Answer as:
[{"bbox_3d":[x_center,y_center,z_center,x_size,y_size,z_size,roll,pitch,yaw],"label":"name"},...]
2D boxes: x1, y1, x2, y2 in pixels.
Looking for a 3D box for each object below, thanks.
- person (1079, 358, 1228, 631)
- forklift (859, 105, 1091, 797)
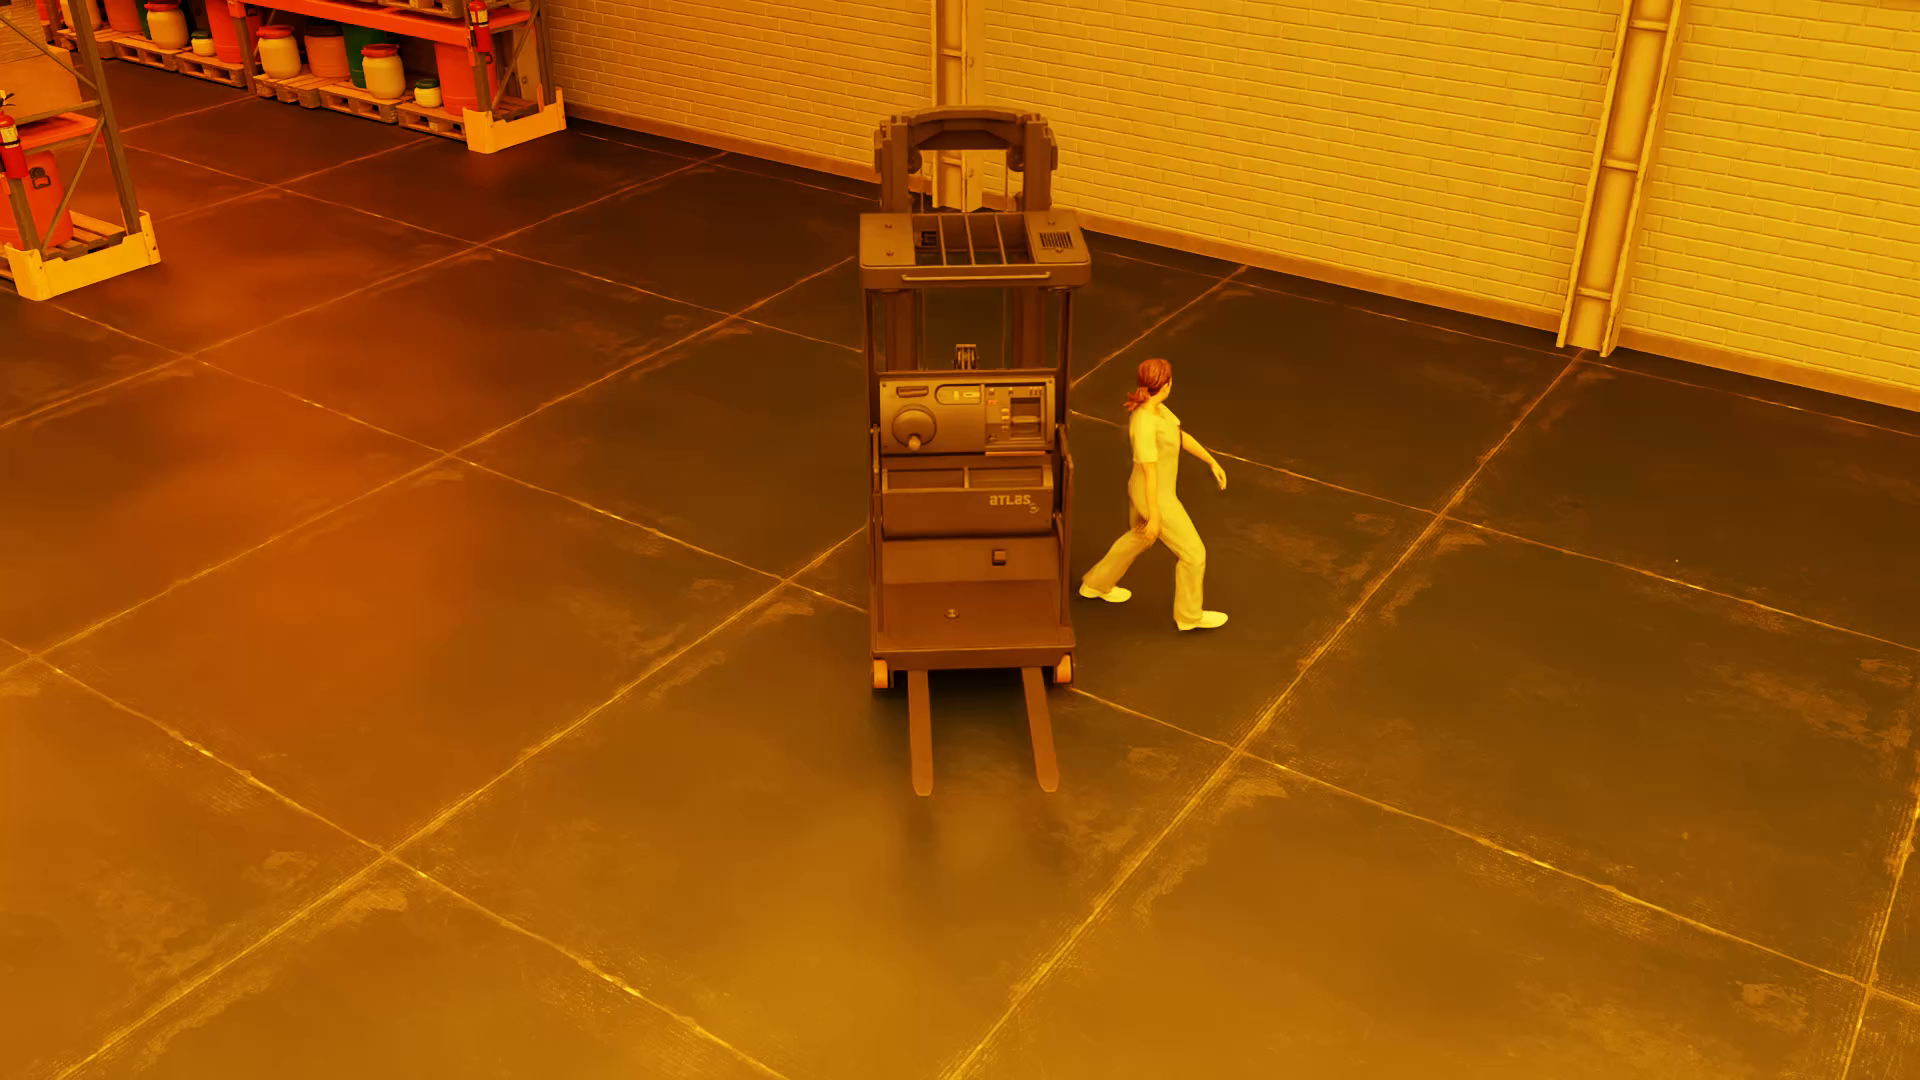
[{"bbox_3d":[1.119,-0.232,9.328,0.825,1.598,0.599,0,30,-1],"label":"person"},{"bbox_3d":[0.053,-0.620,8.648,1.130,2.935,3.031,-1,30,-3],"label":"forklift"}]
